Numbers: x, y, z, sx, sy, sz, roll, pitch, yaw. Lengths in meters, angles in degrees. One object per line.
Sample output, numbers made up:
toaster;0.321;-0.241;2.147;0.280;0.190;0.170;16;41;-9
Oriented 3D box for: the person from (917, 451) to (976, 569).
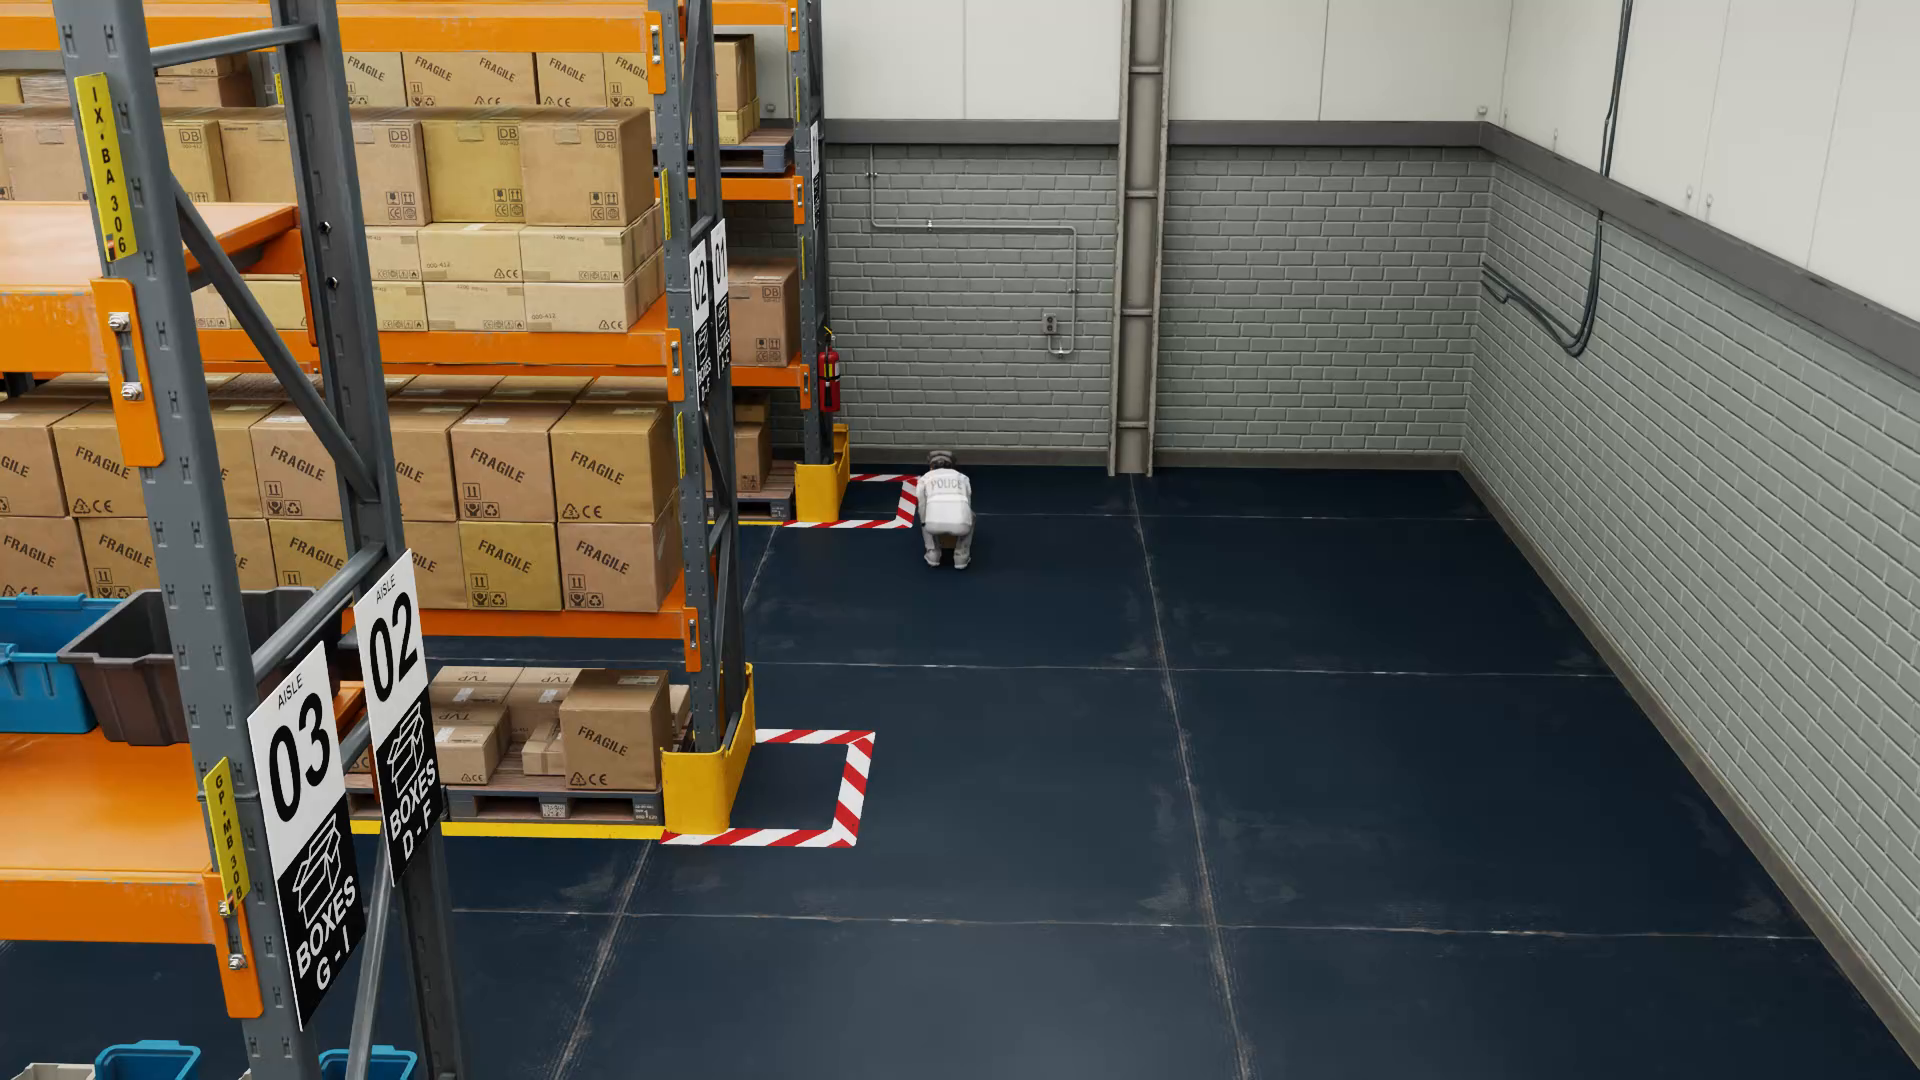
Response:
person;-0.108;-0.206;12.952;0.466;0.847;0.889;0;21;1
